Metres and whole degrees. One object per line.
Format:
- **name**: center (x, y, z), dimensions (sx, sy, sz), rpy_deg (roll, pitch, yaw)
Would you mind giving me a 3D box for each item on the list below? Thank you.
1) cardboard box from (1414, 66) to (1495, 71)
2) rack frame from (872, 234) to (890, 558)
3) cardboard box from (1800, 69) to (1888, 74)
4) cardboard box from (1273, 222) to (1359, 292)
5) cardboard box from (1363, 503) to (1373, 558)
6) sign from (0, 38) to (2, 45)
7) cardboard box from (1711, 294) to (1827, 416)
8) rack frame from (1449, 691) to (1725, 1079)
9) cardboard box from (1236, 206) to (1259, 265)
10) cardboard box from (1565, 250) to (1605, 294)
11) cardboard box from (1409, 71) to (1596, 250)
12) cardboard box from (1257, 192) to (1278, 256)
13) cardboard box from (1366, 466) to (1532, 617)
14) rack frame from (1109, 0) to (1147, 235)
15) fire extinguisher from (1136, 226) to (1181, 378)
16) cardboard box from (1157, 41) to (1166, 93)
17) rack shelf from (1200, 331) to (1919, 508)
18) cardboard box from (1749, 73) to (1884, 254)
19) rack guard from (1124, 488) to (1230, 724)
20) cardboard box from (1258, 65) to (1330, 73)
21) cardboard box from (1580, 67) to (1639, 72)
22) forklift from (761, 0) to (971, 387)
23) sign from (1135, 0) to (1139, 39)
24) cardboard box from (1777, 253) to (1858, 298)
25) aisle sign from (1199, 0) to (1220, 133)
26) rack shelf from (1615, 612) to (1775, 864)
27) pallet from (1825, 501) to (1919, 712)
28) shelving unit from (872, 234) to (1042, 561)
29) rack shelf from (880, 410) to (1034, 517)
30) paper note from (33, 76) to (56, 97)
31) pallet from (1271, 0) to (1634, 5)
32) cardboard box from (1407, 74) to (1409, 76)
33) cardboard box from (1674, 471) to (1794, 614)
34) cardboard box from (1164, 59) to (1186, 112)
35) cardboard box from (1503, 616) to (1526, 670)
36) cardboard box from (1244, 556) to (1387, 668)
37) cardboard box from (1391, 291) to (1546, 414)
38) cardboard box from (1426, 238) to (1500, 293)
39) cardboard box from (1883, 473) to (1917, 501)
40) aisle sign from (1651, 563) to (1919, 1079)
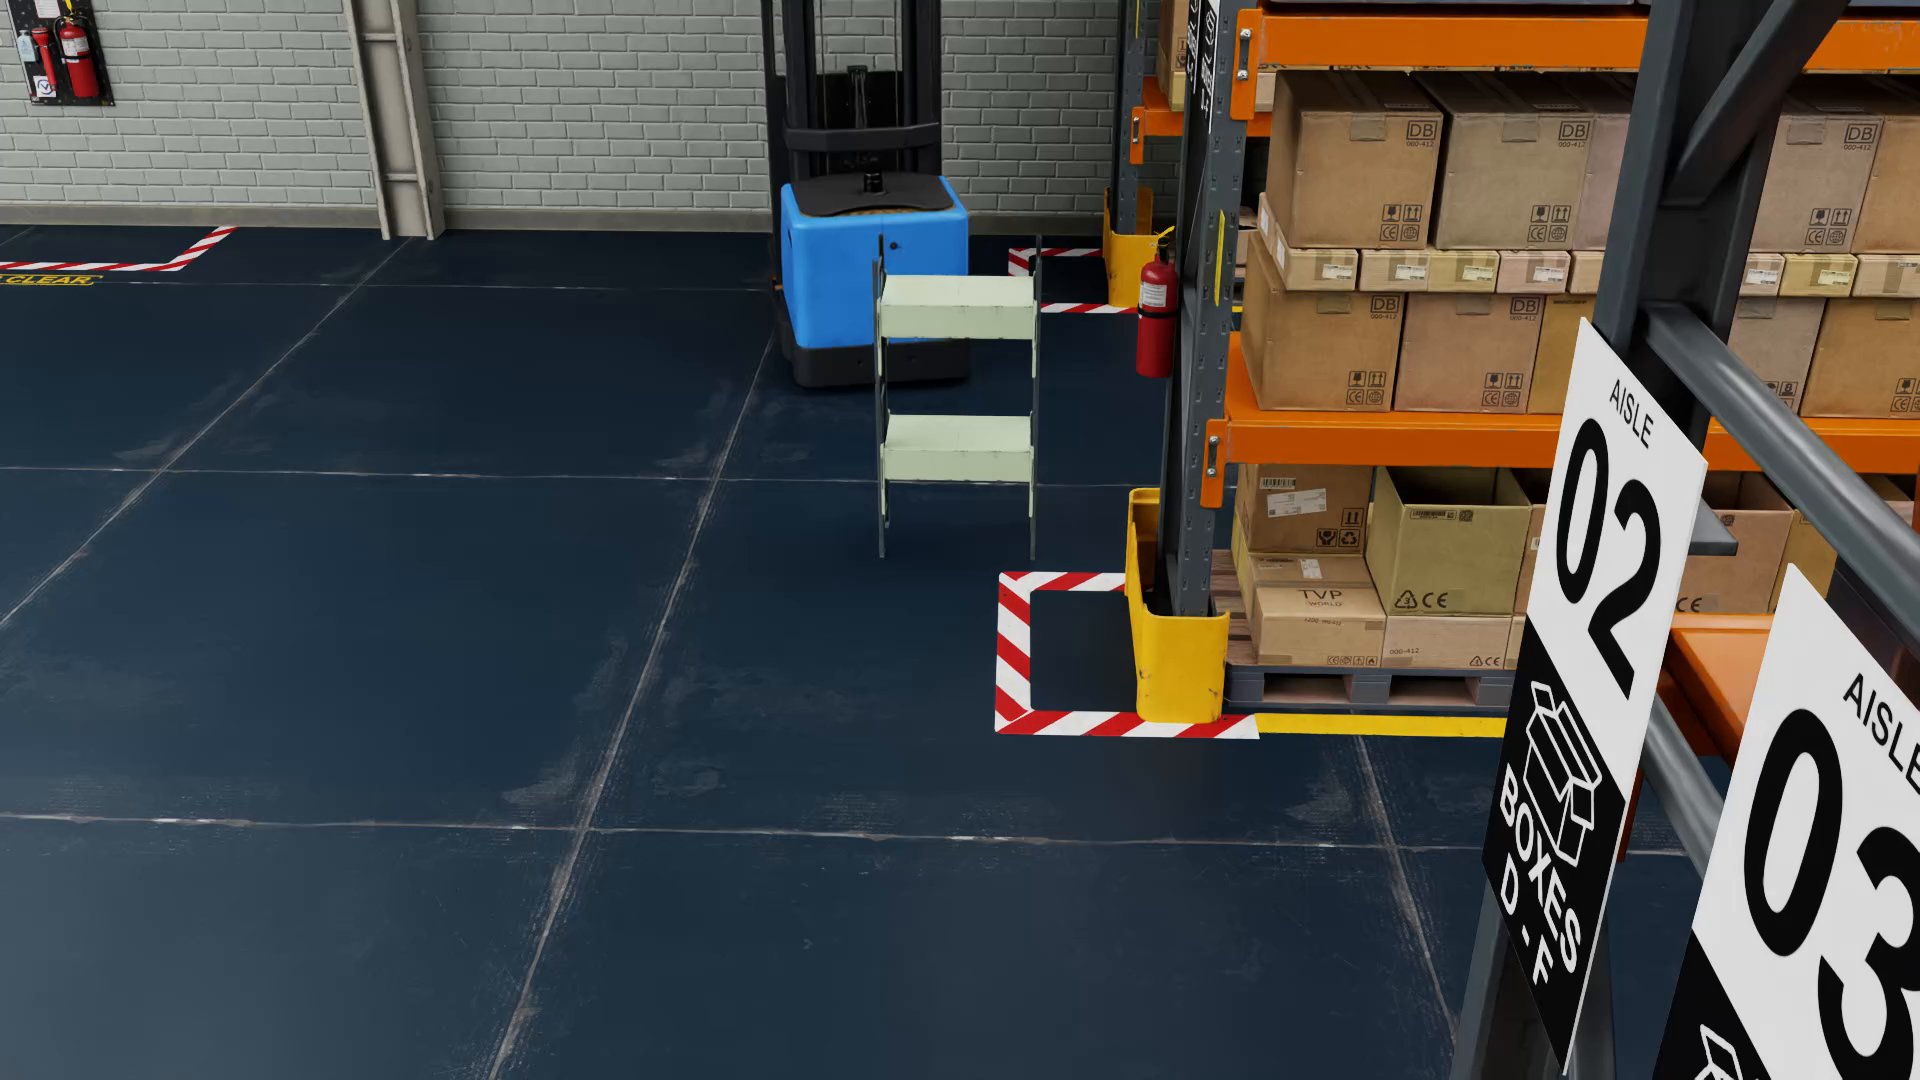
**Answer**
- **cardboard box**: center (3.114, -3.263, 10.541), dimensions (0.500, 0.500, 0.500), rpy_deg (2, 28, 3)
- **rack frame**: center (-0.372, -0.669, 7.910), dimensions (0.023, 1.500, 0.400), rpy_deg (1, 28, 2)
- **cardboard box**: center (5.627, -3.313, 10.721), dimensions (0.500, 0.500, 0.700), rpy_deg (1, 28, 2)
- **cardboard box**: center (1.335, -1.070, 6.266), dimensions (0.250, 0.149, 0.380), rpy_deg (1, 28, 1)
- **cardboard box**: center (1.997, 0.056, 7.429), dimensions (0.500, 0.250, 0.500), rpy_deg (1, 28, 2)
- **sign**: center (-7.162, -3.789, 12.158), dimensions (0.234, 0.329, 0.001), rpy_deg (1, 28, 2)
- **cardboard box**: center (2.964, -0.852, 6.549), dimensions (0.500, 0.500, 0.700), rpy_deg (2, 28, 3)
- **rack frame**: center (0.772, 1.472, 2.270), dimensions (0.127, 3.000, 1.000), rpy_deg (1, 28, 2)
- **cardboard box**: center (1.810, -2.118, 11.444), dimensions (0.500, 0.311, 0.500), rpy_deg (-2, 28, -4)
- **cardboard box**: center (2.367, -1.053, 6.235), dimensions (0.250, 0.149, 0.380), rpy_deg (0, 28, 0)
- **cardboard box**: center (1.995, -1.443, 6.277), dimensions (0.500, 0.500, 0.700), rpy_deg (0, 28, 0)
- **cardboard box**: center (1.339, -1.260, 6.625), dimensions (0.250, 0.149, 0.380), rpy_deg (0, 28, 1)
- **cardboard box**: center (1.978, -0.028, 6.787), dimensions (0.500, 0.500, 0.500), rpy_deg (1, 28, 2)
- **rack frame**: center (1.122, -3.165, 11.018), dimensions (0.127, 3.000, 1.000), rpy_deg (1, 28, 2)
- **fire extinguisher**: center (0.849, -1.032, 7.076), dimensions (0.183, 0.674, 0.296), rpy_deg (1, 28, 2)
- **cardboard box**: center (1.596, -3.191, 11.205), dimensions (0.500, 0.250, 0.500), rpy_deg (1, 28, 3)
- **rack shelf**: center (2.949, -0.495, 6.750), dimensions (4.000, 0.370, 1.077), rpy_deg (1, 28, 2)
- **cardboard box**: center (3.000, -1.427, 6.247), dimensions (0.500, 0.500, 0.700), rpy_deg (1, 28, 2)
- **rack guard**: center (0.927, 0.258, 7.230), dimensions (0.348, 0.500, 1.175), rpy_deg (1, 28, 2)
- **cardboard box**: center (2.082, -3.278, 10.568), dimensions (0.500, 0.500, 0.500), rpy_deg (1, 28, 2)
- **cardboard box**: center (4.137, -3.241, 10.500), dimensions (0.500, 0.500, 0.500), rpy_deg (1, 28, 2)
- **forklift**: center (-0.702, -2.864, 10.523), dimensions (1.130, 2.935, 3.031), rpy_deg (-5, 28, -9)
- **sign**: center (1.103, -3.294, 10.336), dimensions (0.005, 0.325, 0.100), rpy_deg (1, 28, 2)
- **cardboard box**: center (3.134, -1.040, 6.210), dimensions (0.250, 0.149, 0.380), rpy_deg (2, 28, 3)
- **aisle sign**: center (0.874, -1.853, 5.767), dimensions (0.004, 0.787, 0.394), rpy_deg (1, 28, 2)
- **rack shelf**: center (2.771, 0.498, 1.674), dimensions (4.000, 0.370, 1.077), rpy_deg (1, 28, 2)
- **pallet**: center (1.595, 0.290, 1.500), dimensions (1.213, 0.211, 1.003), rpy_deg (1, 28, 2)
- **shelving unit**: center (-0.007, -0.663, 7.899), dimensions (0.755, 1.500, 0.431), rpy_deg (1, 28, 2)
- **rack shelf**: center (-0.007, -0.375, 8.052), dimensions (0.720, 0.370, 0.431), rpy_deg (1, 28, 2)
- **paper note**: center (-6.787, -3.362, 12.331), dimensions (0.142, 0.148, 0.016), rpy_deg (1, 28, 2)
- **pallet**: center (1.656, -2.109, 5.917), dimensions (1.213, 0.211, 1.003), rpy_deg (1, 28, 2)
- **cardboard box**: center (2.626, -2.938, 10.728), dimensions (0.500, 0.250, 0.500), rpy_deg (1, 28, 1)
- **cardboard box**: center (2.978, -0.009, 6.752), dimensions (0.500, 0.500, 0.500), rpy_deg (1, 28, 2)
- **cardboard box**: center (1.598, -2.951, 10.753), dimensions (0.500, 0.250, 0.500), rpy_deg (0, 28, 0)
- **cardboard box**: center (2.478, 0.311, 6.948), dimensions (0.500, 0.250, 0.500), rpy_deg (1, 28, 2)
- **cardboard box**: center (1.479, 0.296, 6.976), dimensions (0.500, 0.250, 0.500), rpy_deg (1, 28, 2)
- **cardboard box**: center (1.942, -0.870, 6.582), dimensions (0.500, 0.500, 0.700), rpy_deg (2, 28, 3)
- **cardboard box**: center (1.848, -1.062, 6.251), dimensions (0.250, 0.149, 0.380), rpy_deg (1, 28, 2)
- **cardboard box**: center (3.978, -0.001, 6.736), dimensions (0.500, 0.500, 0.500), rpy_deg (1, 28, 2)
- **aisle sign**: center (0.690, 0.460, 1.405), dimensions (0.004, 0.787, 0.394), rpy_deg (1, 28, 2)
